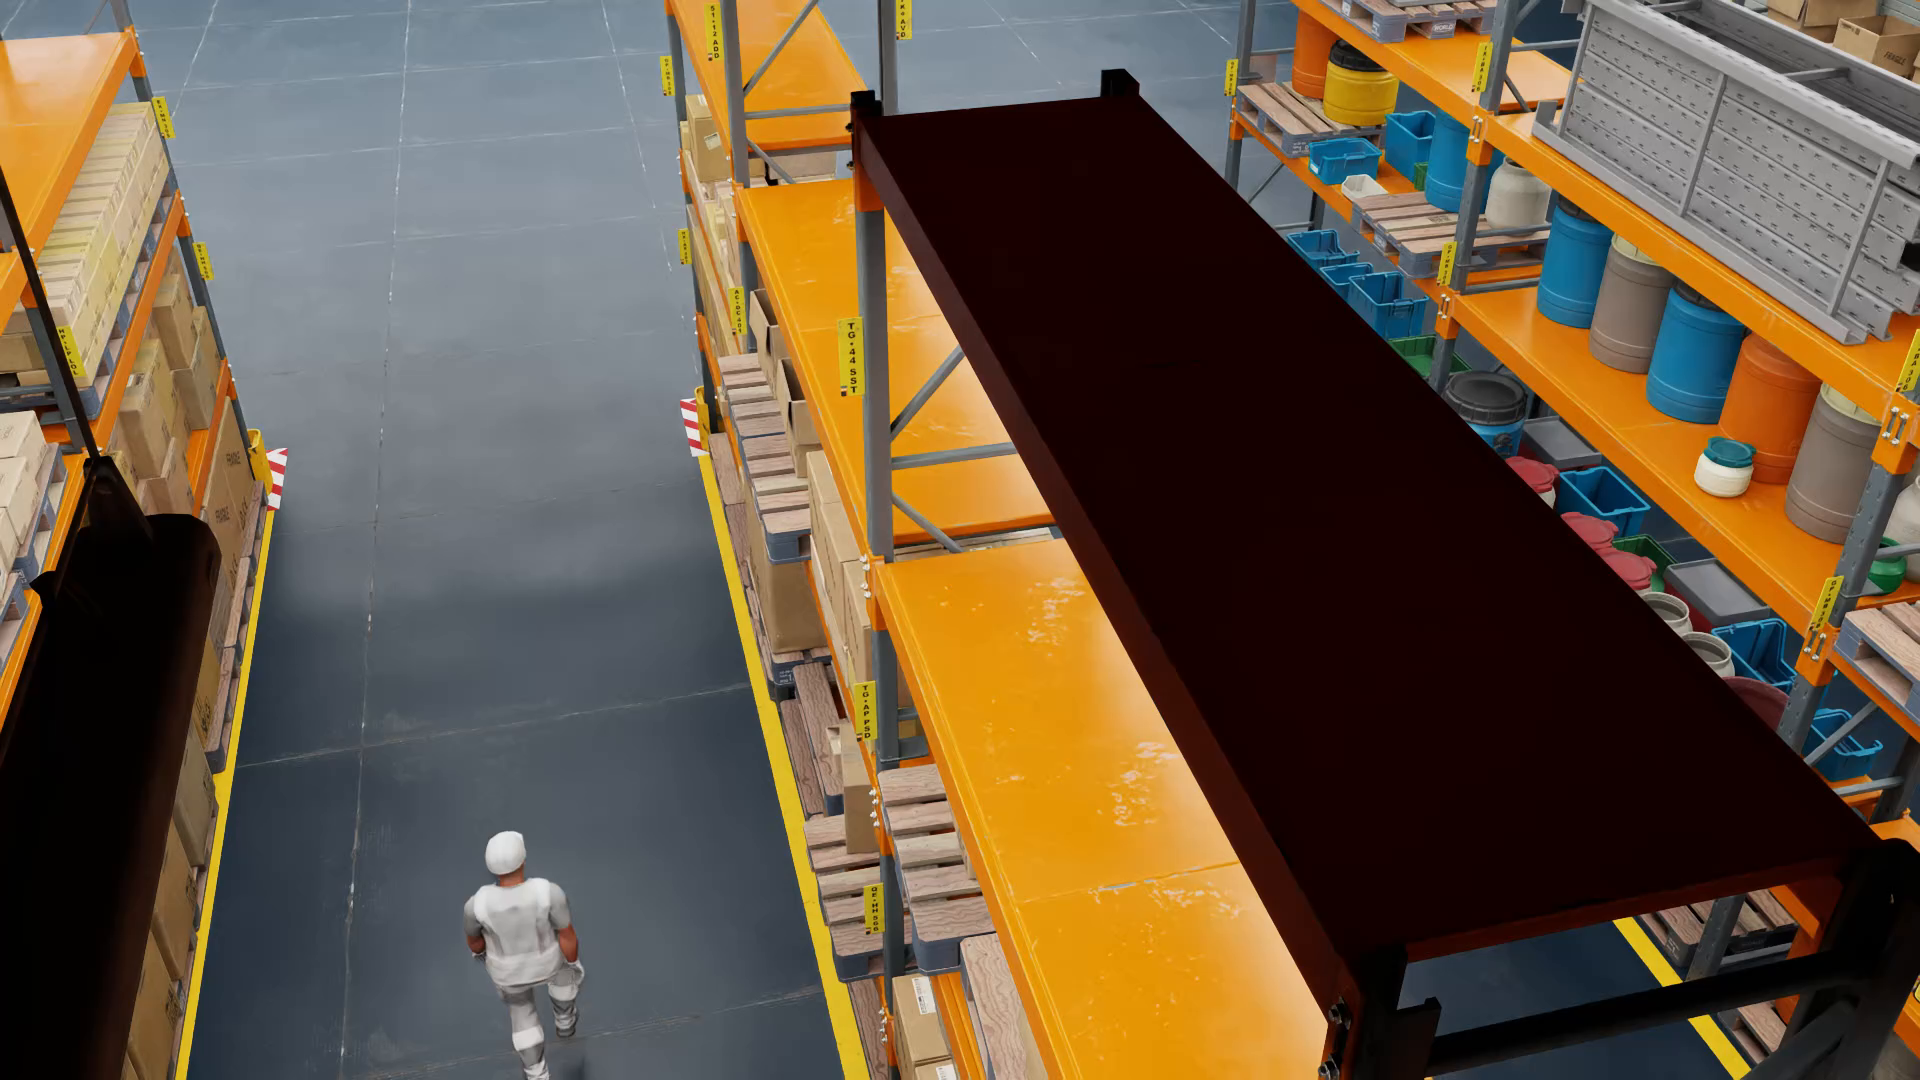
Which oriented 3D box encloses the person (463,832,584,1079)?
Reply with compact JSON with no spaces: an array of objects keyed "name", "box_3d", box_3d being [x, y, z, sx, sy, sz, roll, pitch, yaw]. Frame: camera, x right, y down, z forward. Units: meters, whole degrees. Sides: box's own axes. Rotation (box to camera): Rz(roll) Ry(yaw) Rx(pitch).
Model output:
[{"name":"person","box_3d":[-2.329,2.212,8.922,0.573,1.694,0.623,-8,35,-12]}]
